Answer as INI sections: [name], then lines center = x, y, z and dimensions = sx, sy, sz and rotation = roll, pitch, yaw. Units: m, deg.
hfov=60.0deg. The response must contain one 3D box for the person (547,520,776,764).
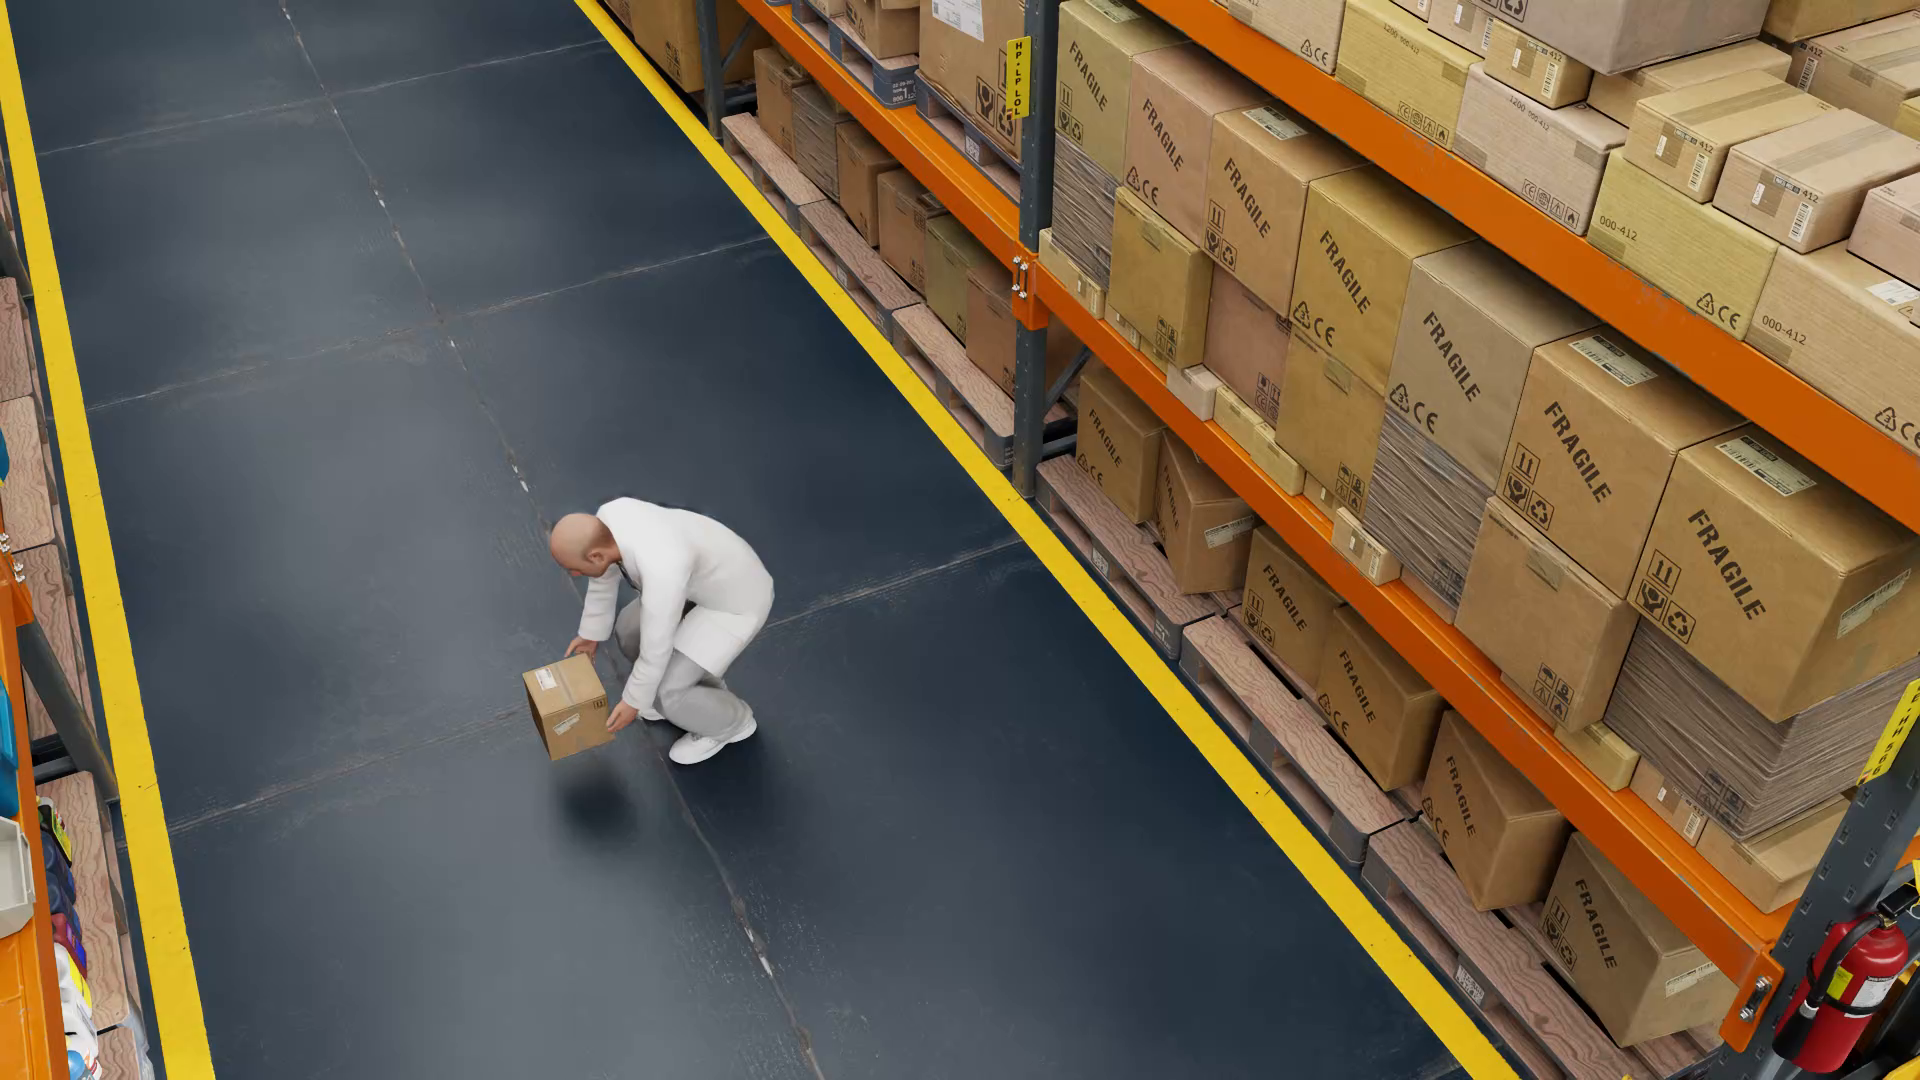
[person]
center = -1.097, 0.340, 6.261
dimensions = 0.846, 1.145, 0.617
rotation = -19, 44, -21
